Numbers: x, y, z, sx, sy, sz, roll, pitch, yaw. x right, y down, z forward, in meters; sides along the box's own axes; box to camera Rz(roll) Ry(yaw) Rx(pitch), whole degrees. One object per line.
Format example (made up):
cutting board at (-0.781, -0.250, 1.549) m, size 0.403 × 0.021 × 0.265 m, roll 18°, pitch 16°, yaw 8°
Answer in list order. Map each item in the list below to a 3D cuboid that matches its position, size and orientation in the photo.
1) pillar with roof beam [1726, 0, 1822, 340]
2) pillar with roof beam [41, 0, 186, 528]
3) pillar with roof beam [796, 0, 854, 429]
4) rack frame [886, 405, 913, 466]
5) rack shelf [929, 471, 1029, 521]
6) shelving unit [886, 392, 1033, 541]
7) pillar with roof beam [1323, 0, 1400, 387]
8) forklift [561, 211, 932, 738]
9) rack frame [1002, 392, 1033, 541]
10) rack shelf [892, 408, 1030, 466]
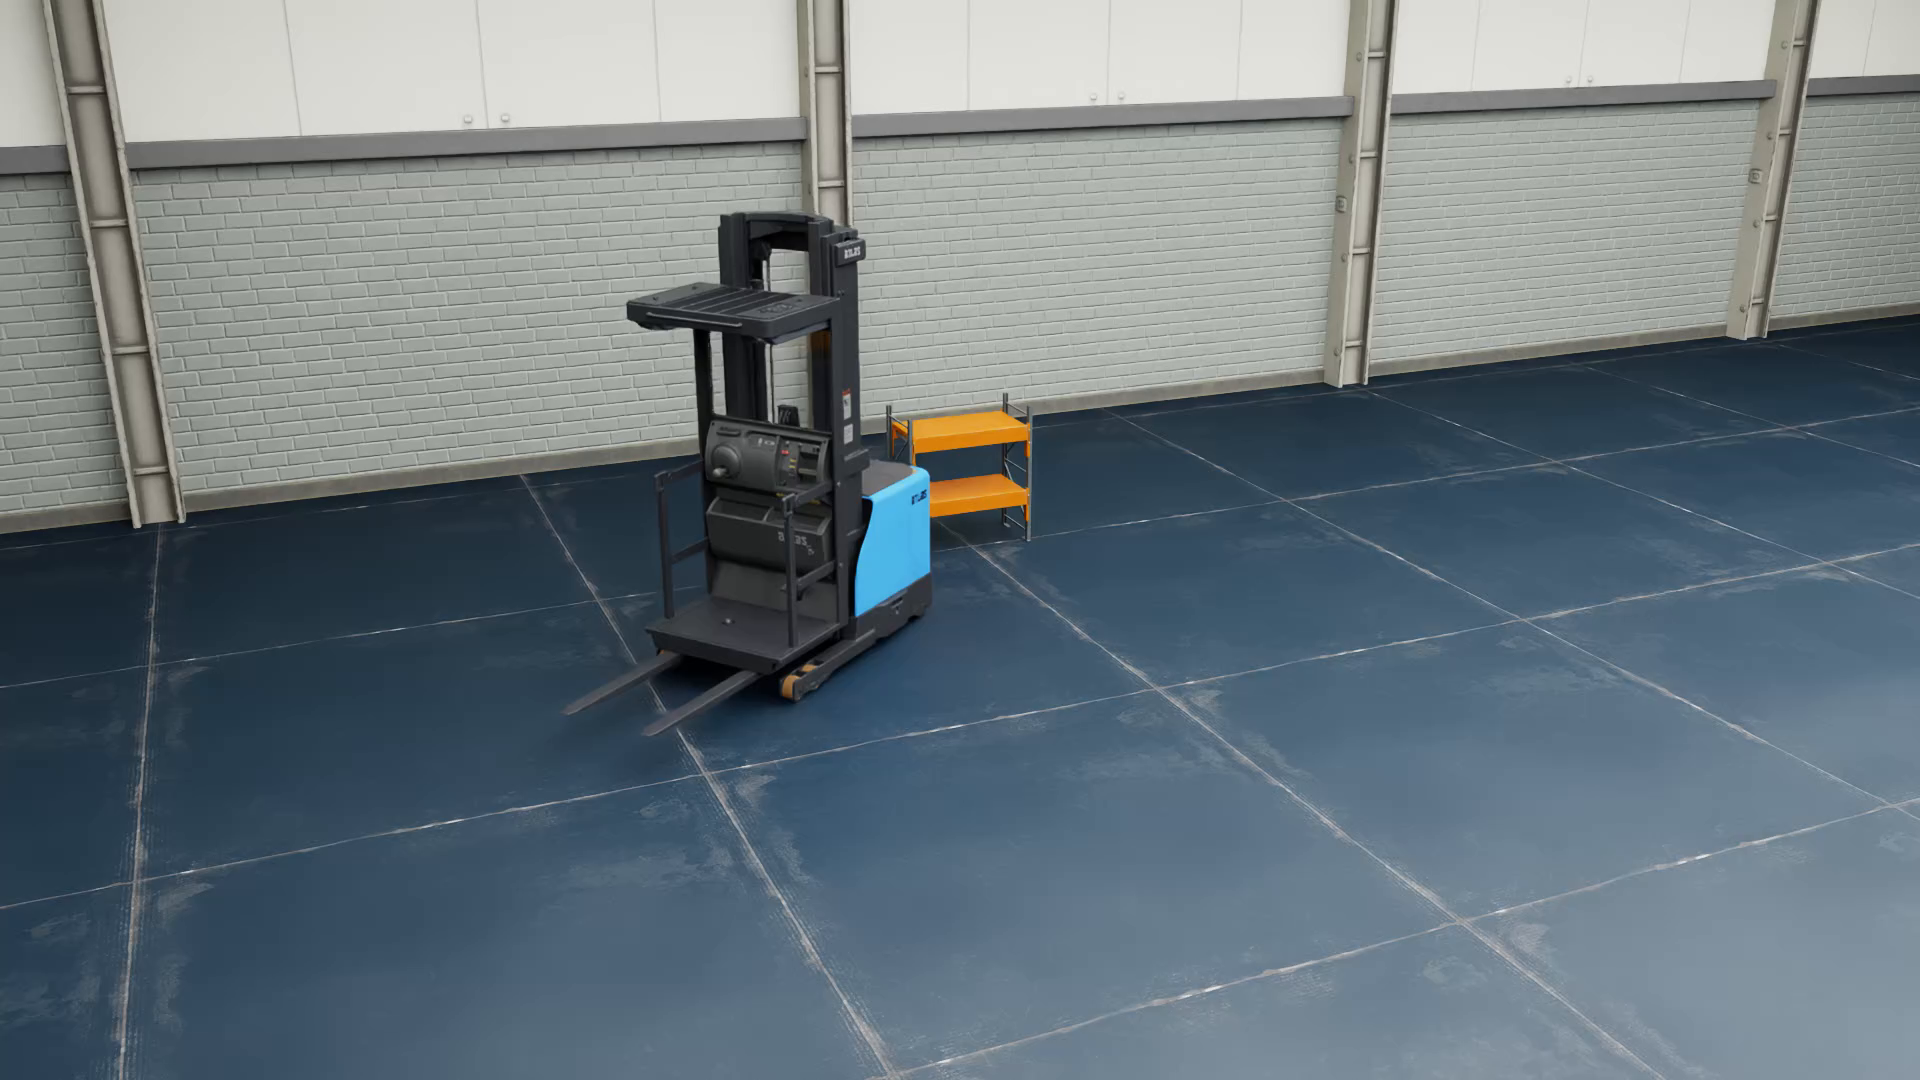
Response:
pillar with roof beam at (11.494, -5.470, 15.508) m, size 0.400 × 9.000 × 9.100 m, roll -8°, pitch 21°, yaw -22°
pillar with roof beam at (-5.034, -3.102, 8.783) m, size 0.400 × 9.000 × 9.100 m, roll -8°, pitch 21°, yaw -22°
pillar with roof beam at (0.475, -3.892, 11.025) m, size 0.400 × 9.000 × 9.100 m, roll -8°, pitch 21°, yaw -22°
rack frame at (-0.473, -0.463, 13.143) m, size 0.032 × 1.125 × 0.500 m, roll -8°, pitch 21°, yaw -22°
rack shelf at (-0.006, -0.299, 13.414) m, size 1.000 × 0.278 × 0.538 m, roll -8°, pitch 21°, yaw -22°
shelving unit at (-0.006, -0.530, 13.333) m, size 1.048 × 1.125 × 0.538 m, roll -8°, pitch 21°, yaw -22°
pillar with roof beam at (5.985, -4.681, 13.267) m, size 0.400 × 9.000 × 9.100 m, roll -8°, pitch 21°, yaw -22°
forklift at (-1.358, -0.526, 10.603) m, size 1.130 × 2.935 × 3.031 m, roll 10°, pitch 22°, yaw 27°
rack frame at (0.461, -0.597, 13.523) m, size 0.032 × 1.125 × 0.500 m, roll -8°, pitch 21°, yaw -22°
rack shelf at (-0.006, -0.806, 13.235) m, size 1.000 × 0.278 × 0.538 m, roll -8°, pitch 21°, yaw -22°
